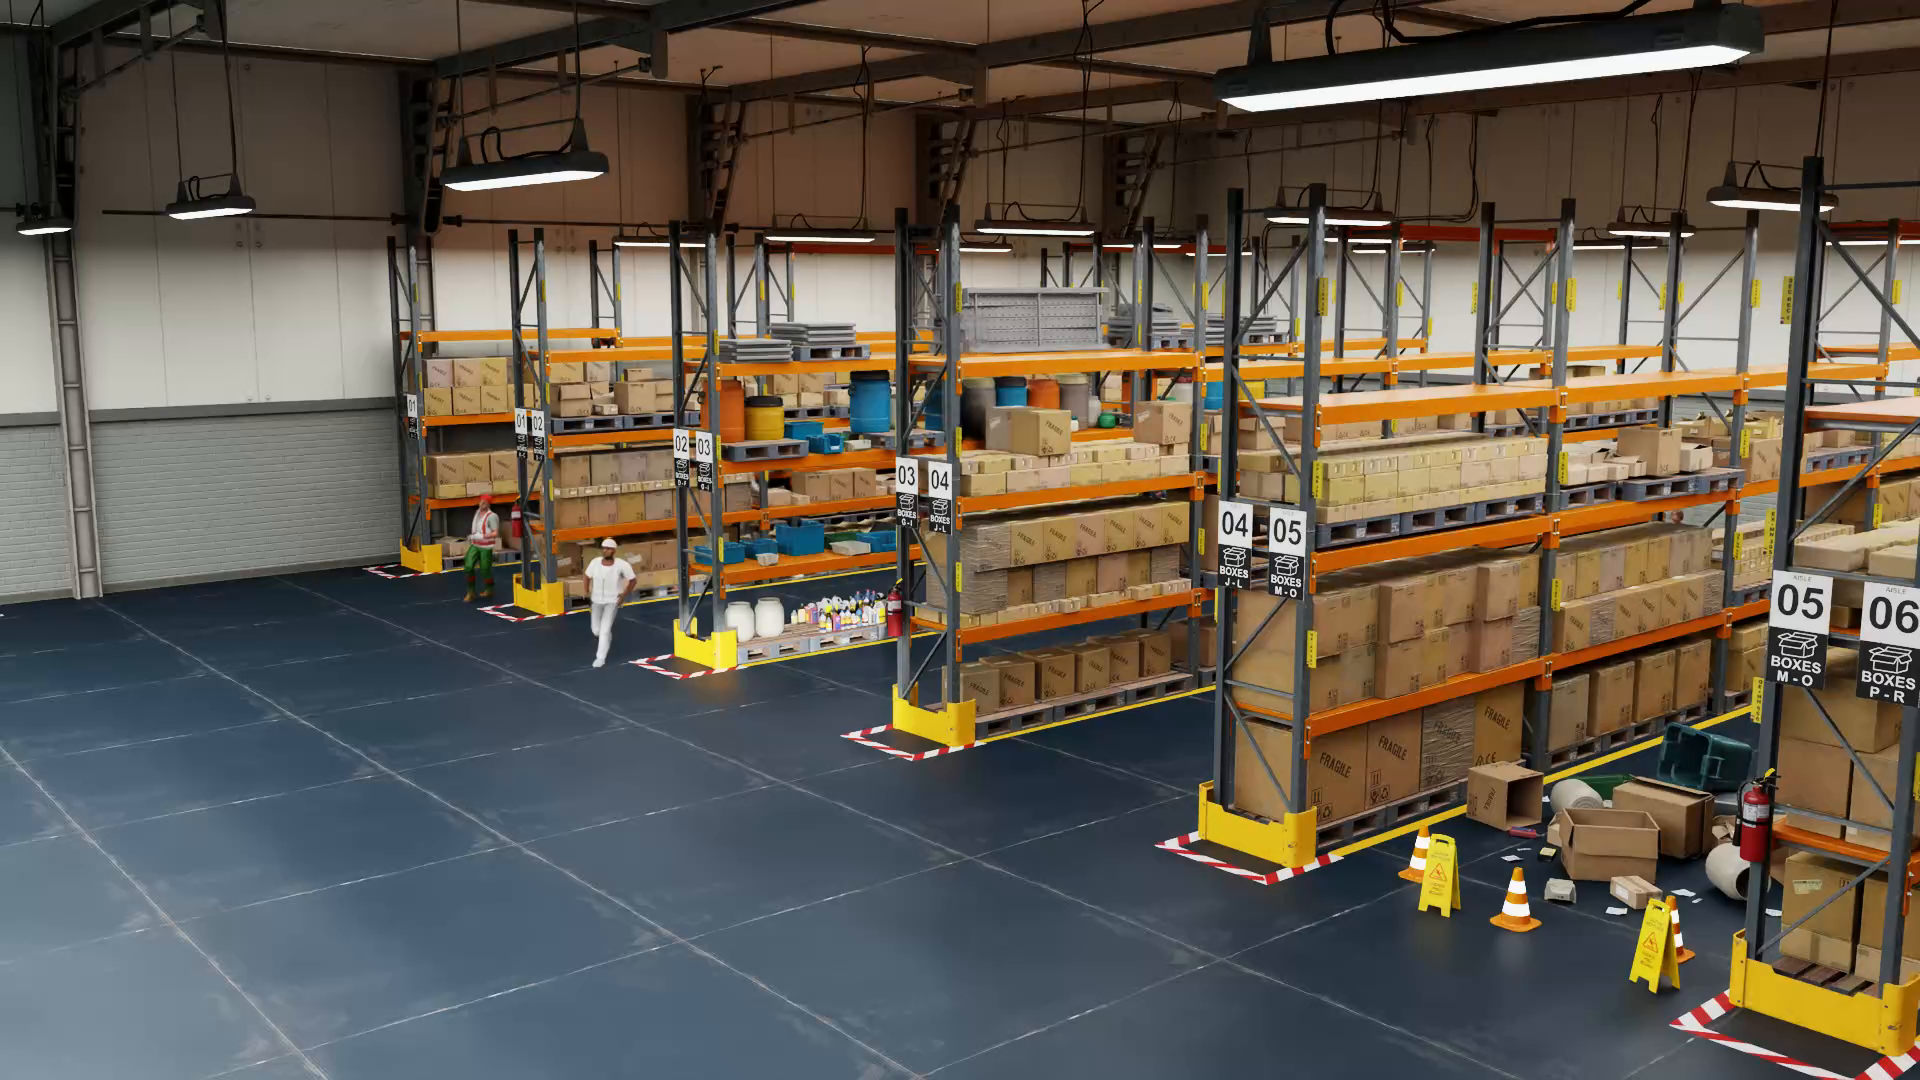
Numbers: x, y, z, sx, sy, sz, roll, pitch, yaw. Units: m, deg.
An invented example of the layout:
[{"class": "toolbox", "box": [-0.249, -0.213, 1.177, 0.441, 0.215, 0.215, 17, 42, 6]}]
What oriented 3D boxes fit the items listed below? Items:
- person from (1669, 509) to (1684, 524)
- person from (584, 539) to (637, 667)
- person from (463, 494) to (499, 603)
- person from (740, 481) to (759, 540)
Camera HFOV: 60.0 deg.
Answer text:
[{"class": "person", "box": [11.380, 0.302, 26.530, 0.512, 1.643, 0.737, 8, 12, 42]}, {"class": "person", "box": [-4.794, 0.832, 22.770, 0.722, 1.735, 0.750, 1, 9, 9]}, {"class": "person", "box": [-7.776, 0.135, 27.190, 0.654, 1.811, 0.696, 3, 9, 20]}, {"class": "person", "box": [-4.057, -0.537, 31.502, 0.682, 1.783, 0.816, 7, 11, 40]}]
